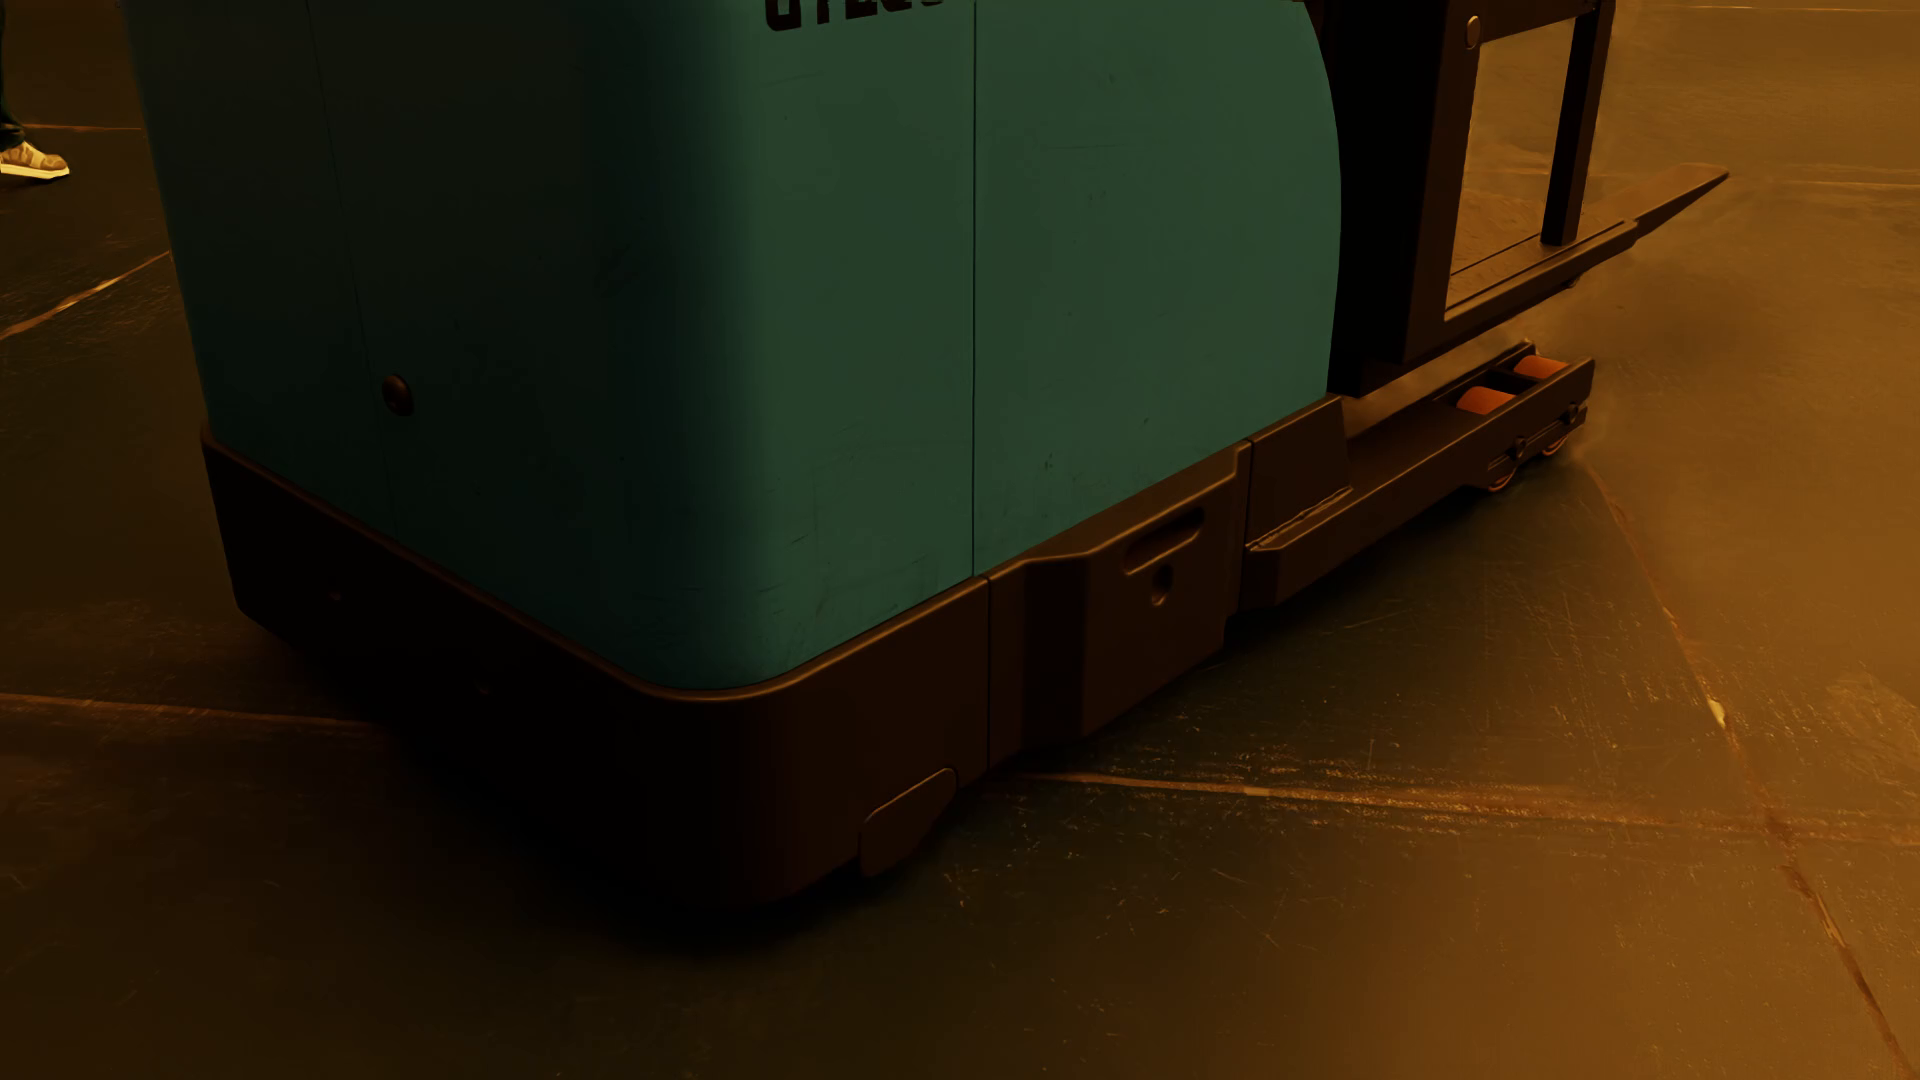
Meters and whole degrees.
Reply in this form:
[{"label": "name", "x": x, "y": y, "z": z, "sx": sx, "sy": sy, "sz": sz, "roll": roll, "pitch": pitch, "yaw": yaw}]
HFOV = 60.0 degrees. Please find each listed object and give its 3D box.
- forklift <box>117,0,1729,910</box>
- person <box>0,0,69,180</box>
[{"label": "forklift", "x": 0.407, "y": -1.524, "z": 2.272, "sx": 1.130, "sy": 2.935, "sz": 3.031, "roll": 22, "pitch": 34, "yaw": 37}, {"label": "person", "x": -2.393, "y": -1.462, "z": 3.828, "sx": 0.640, "sy": 1.445, "sz": 0.720, "roll": 12, "pitch": 29, "yaw": 22}]
